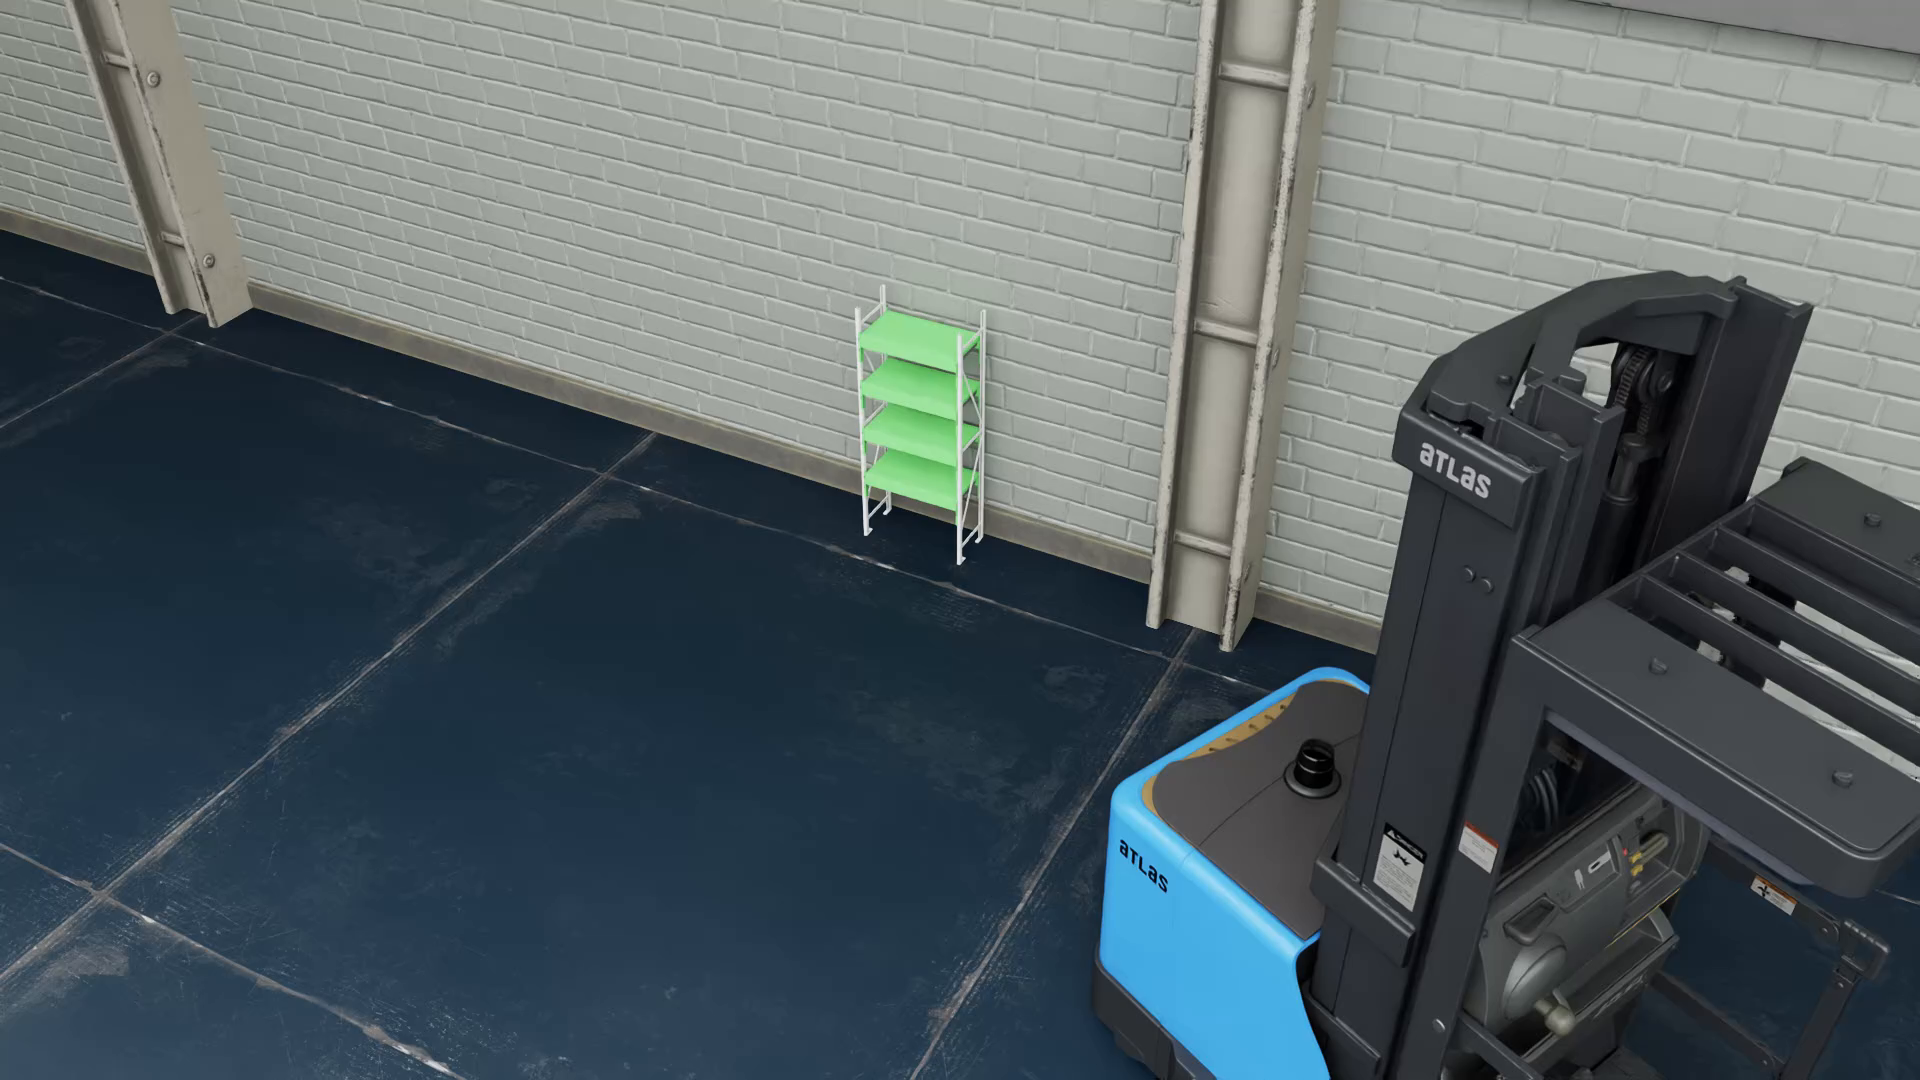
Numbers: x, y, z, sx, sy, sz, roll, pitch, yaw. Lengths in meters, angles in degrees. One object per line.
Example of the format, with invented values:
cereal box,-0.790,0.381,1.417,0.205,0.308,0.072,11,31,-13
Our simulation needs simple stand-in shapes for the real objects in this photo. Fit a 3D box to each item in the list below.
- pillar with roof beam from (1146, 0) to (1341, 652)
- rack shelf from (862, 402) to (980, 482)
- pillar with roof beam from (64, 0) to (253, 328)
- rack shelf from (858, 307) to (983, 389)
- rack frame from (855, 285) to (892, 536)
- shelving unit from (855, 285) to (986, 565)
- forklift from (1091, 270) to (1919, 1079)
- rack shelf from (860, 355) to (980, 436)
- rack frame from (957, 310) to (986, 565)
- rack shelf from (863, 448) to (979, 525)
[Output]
pillar with roof beam,-0.924,-0.928,1.530,0.400,9.000,9.100,17,41,21
rack shelf,-0.169,-0.447,7.451,0.480,0.148,0.258,17,40,21
pillar with roof beam,-6.252,-2.596,3.728,0.400,9.000,9.100,17,41,21
rack shelf,-0.168,-0.830,7.162,0.480,0.148,0.258,17,40,21
rack frame,-0.386,-0.565,7.500,0.015,1.200,0.240,17,40,21
shelving unit,-0.169,-0.498,7.413,0.503,1.200,0.258,17,40,21
forklift,1.733,0.964,4.056,1.130,2.935,3.031,-25,44,-29
rack shelf,-0.168,-0.639,7.307,0.480,0.148,0.258,17,40,21
rack frame,0.049,-0.431,7.325,0.015,1.200,0.240,17,40,21
rack shelf,-0.169,-0.255,7.595,0.480,0.148,0.258,17,40,21
